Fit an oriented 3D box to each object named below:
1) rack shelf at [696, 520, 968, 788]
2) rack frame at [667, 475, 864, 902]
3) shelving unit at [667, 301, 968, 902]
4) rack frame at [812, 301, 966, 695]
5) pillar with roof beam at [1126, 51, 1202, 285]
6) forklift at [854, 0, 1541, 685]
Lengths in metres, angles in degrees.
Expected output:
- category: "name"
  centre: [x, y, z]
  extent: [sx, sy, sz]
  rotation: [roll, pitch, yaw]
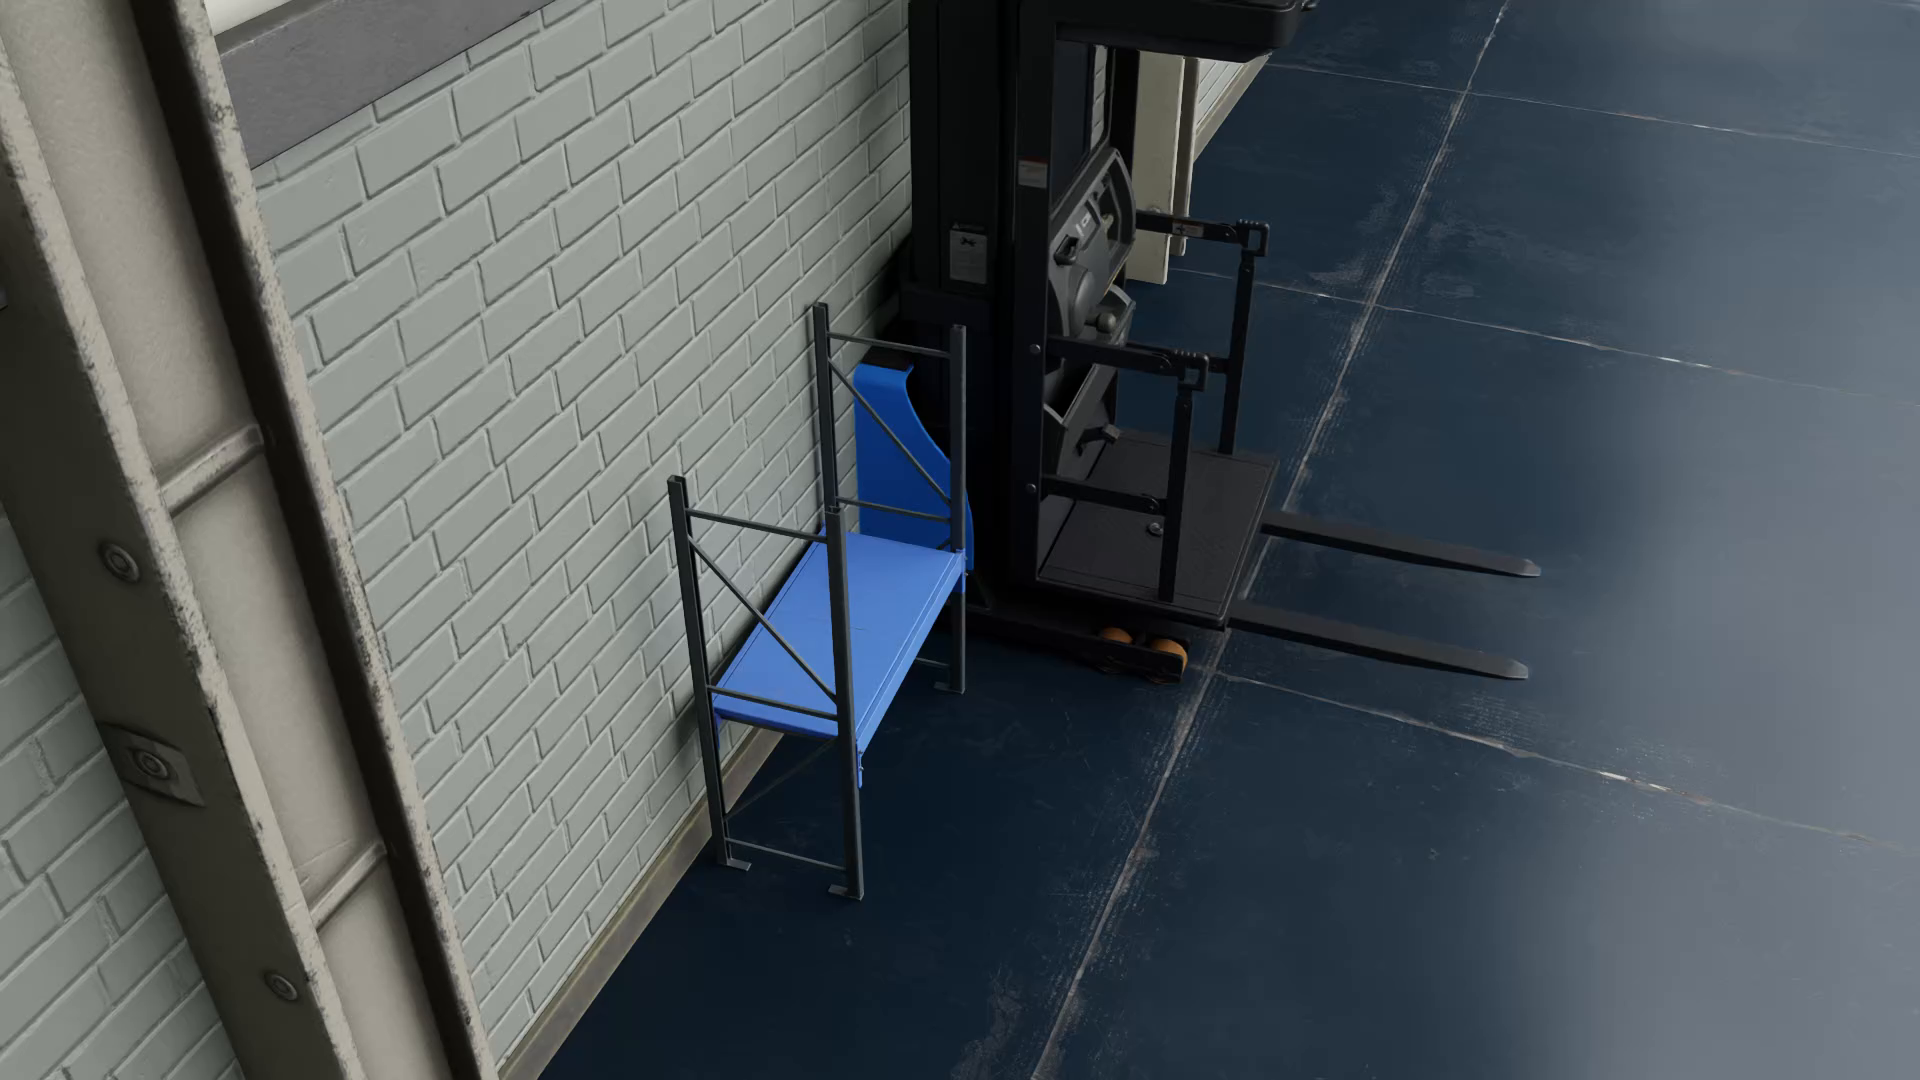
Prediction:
- category: "rack shelf"
  centre: [-0.384, 0.335, 5.349]
  extent: [0.538, 0.185, 1.000]
  rotation: [11, 38, 15]
- category: "rack frame"
  centre: [-0.545, 0.480, 4.855]
  extent: [0.500, 1.500, 0.032]
  rotation: [11, 38, 15]
- category: "shelving unit"
  centre: [-0.384, 0.191, 5.241]
  extent: [0.538, 1.500, 1.048]
  rotation: [11, 38, 15]
- category: "rack frame"
  centre: [-0.223, -0.098, 5.628]
  extent: [0.500, 1.500, 0.032]
  rotation: [11, 38, 15]
- category: "pillar with roof beam"
  centre: [4.954, -4.072, 4.682]
  extent: [9.100, 9.000, 0.400]
  rotation: [14, 39, 18]
- category: "forklift"
  centre: [0.643, -1.008, 5.651]
  extent: [3.031, 2.935, 1.130]
  rotation: [12, 38, 16]
